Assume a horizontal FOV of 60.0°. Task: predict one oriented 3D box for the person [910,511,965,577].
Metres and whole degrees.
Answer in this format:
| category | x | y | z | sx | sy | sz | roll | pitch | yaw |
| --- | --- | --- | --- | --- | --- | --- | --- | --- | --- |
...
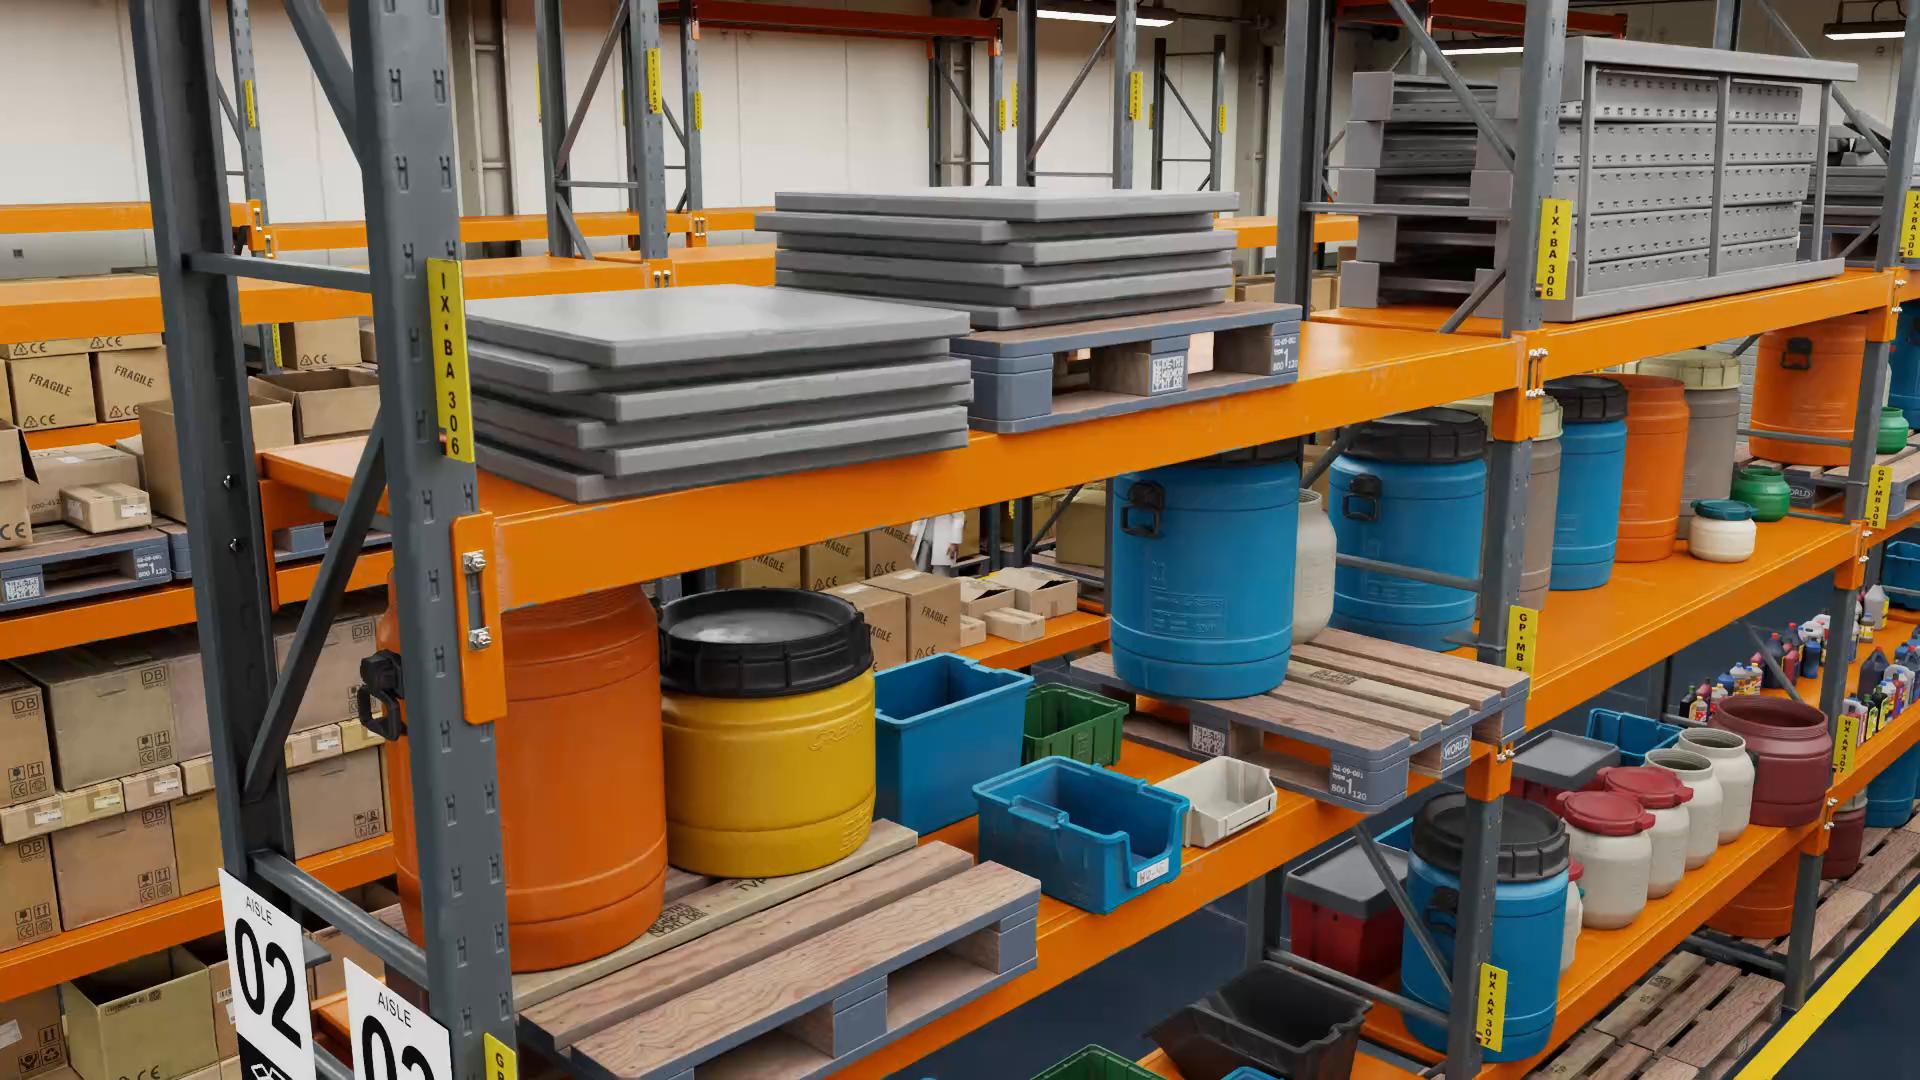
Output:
| category | x | y | z | sx | sy | sz | roll | pitch | yaw |
| --- | --- | --- | --- | --- | --- | --- | --- | --- | --- |
| person | -0.243 | 0.006 | 16.506 | 0.645 | 1.772 | 0.429 | 11 | 18 | 39 |
